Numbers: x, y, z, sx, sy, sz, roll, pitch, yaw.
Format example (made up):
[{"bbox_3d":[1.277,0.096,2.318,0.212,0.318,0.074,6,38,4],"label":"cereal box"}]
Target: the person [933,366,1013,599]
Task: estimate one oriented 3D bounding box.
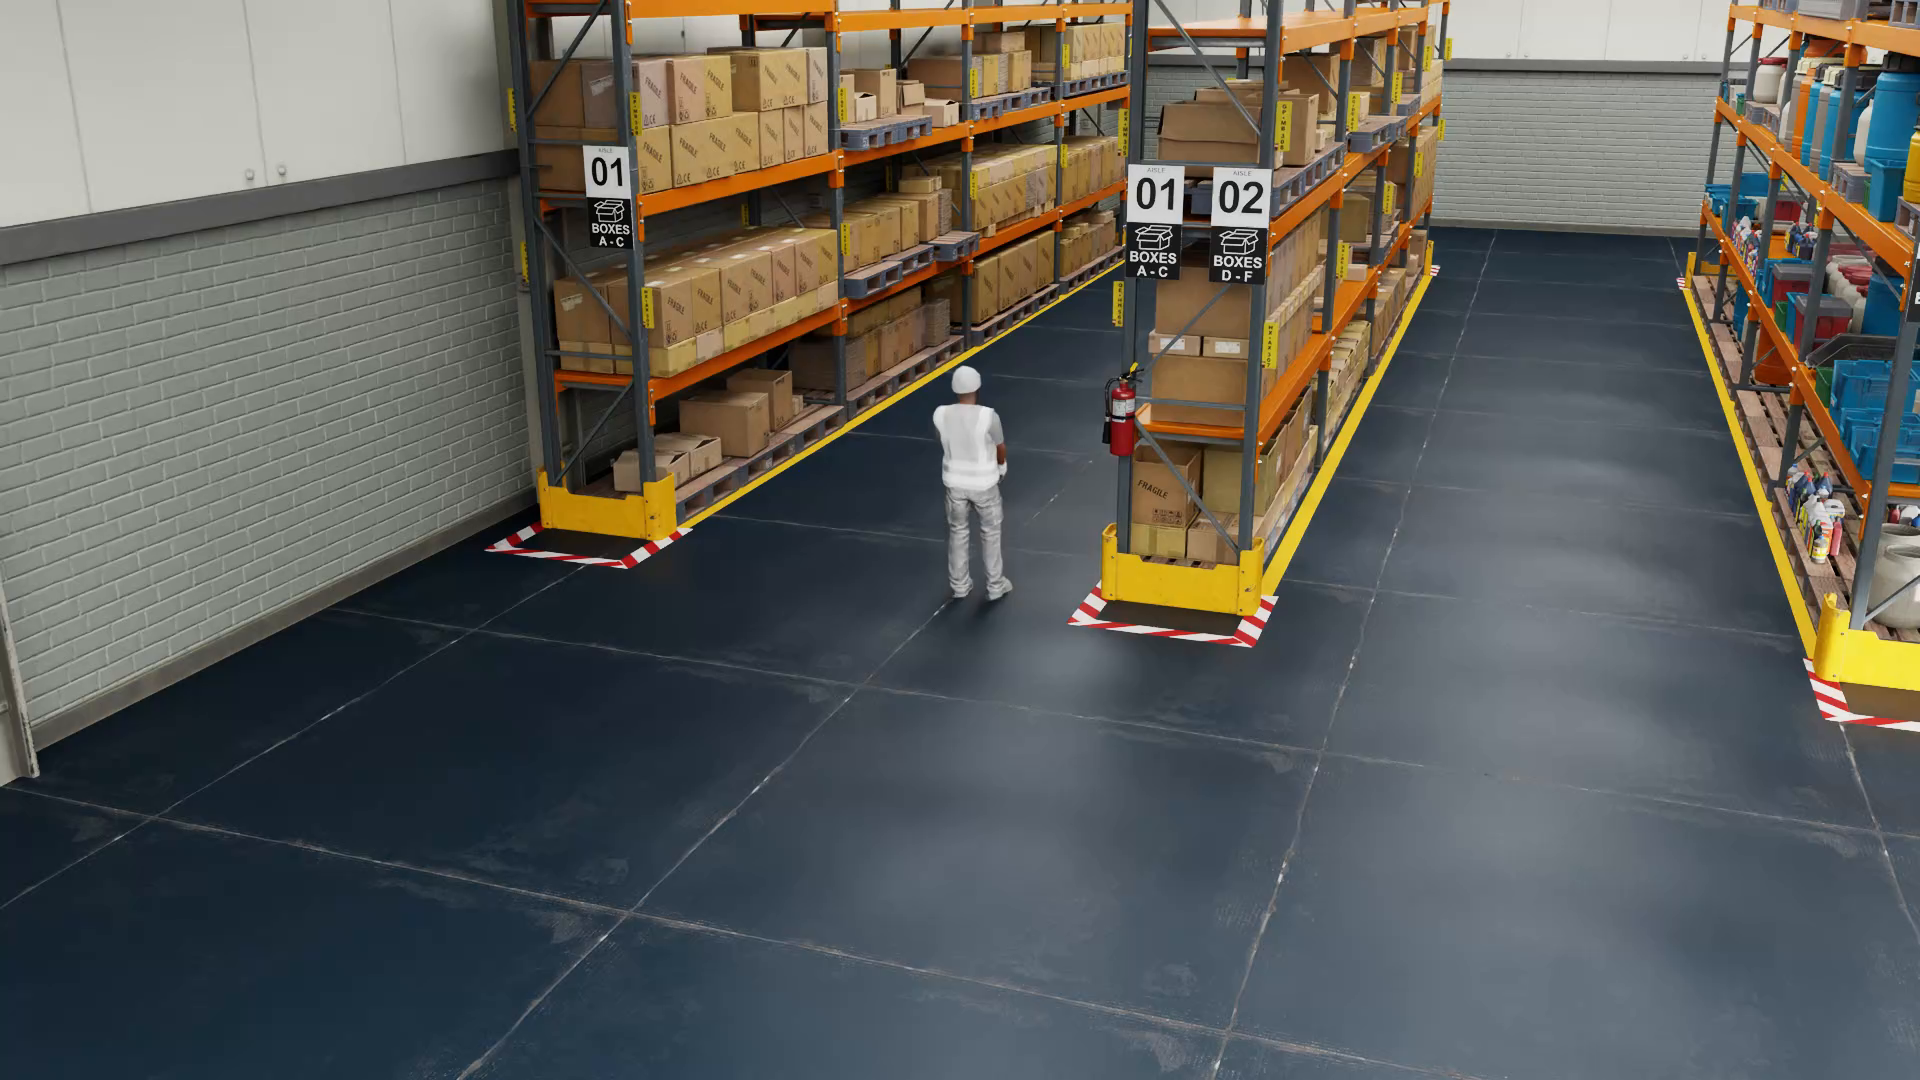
[{"bbox_3d":[0.106,-0.445,12.353,0.531,1.788,0.550,6,19,18],"label":"person"}]
